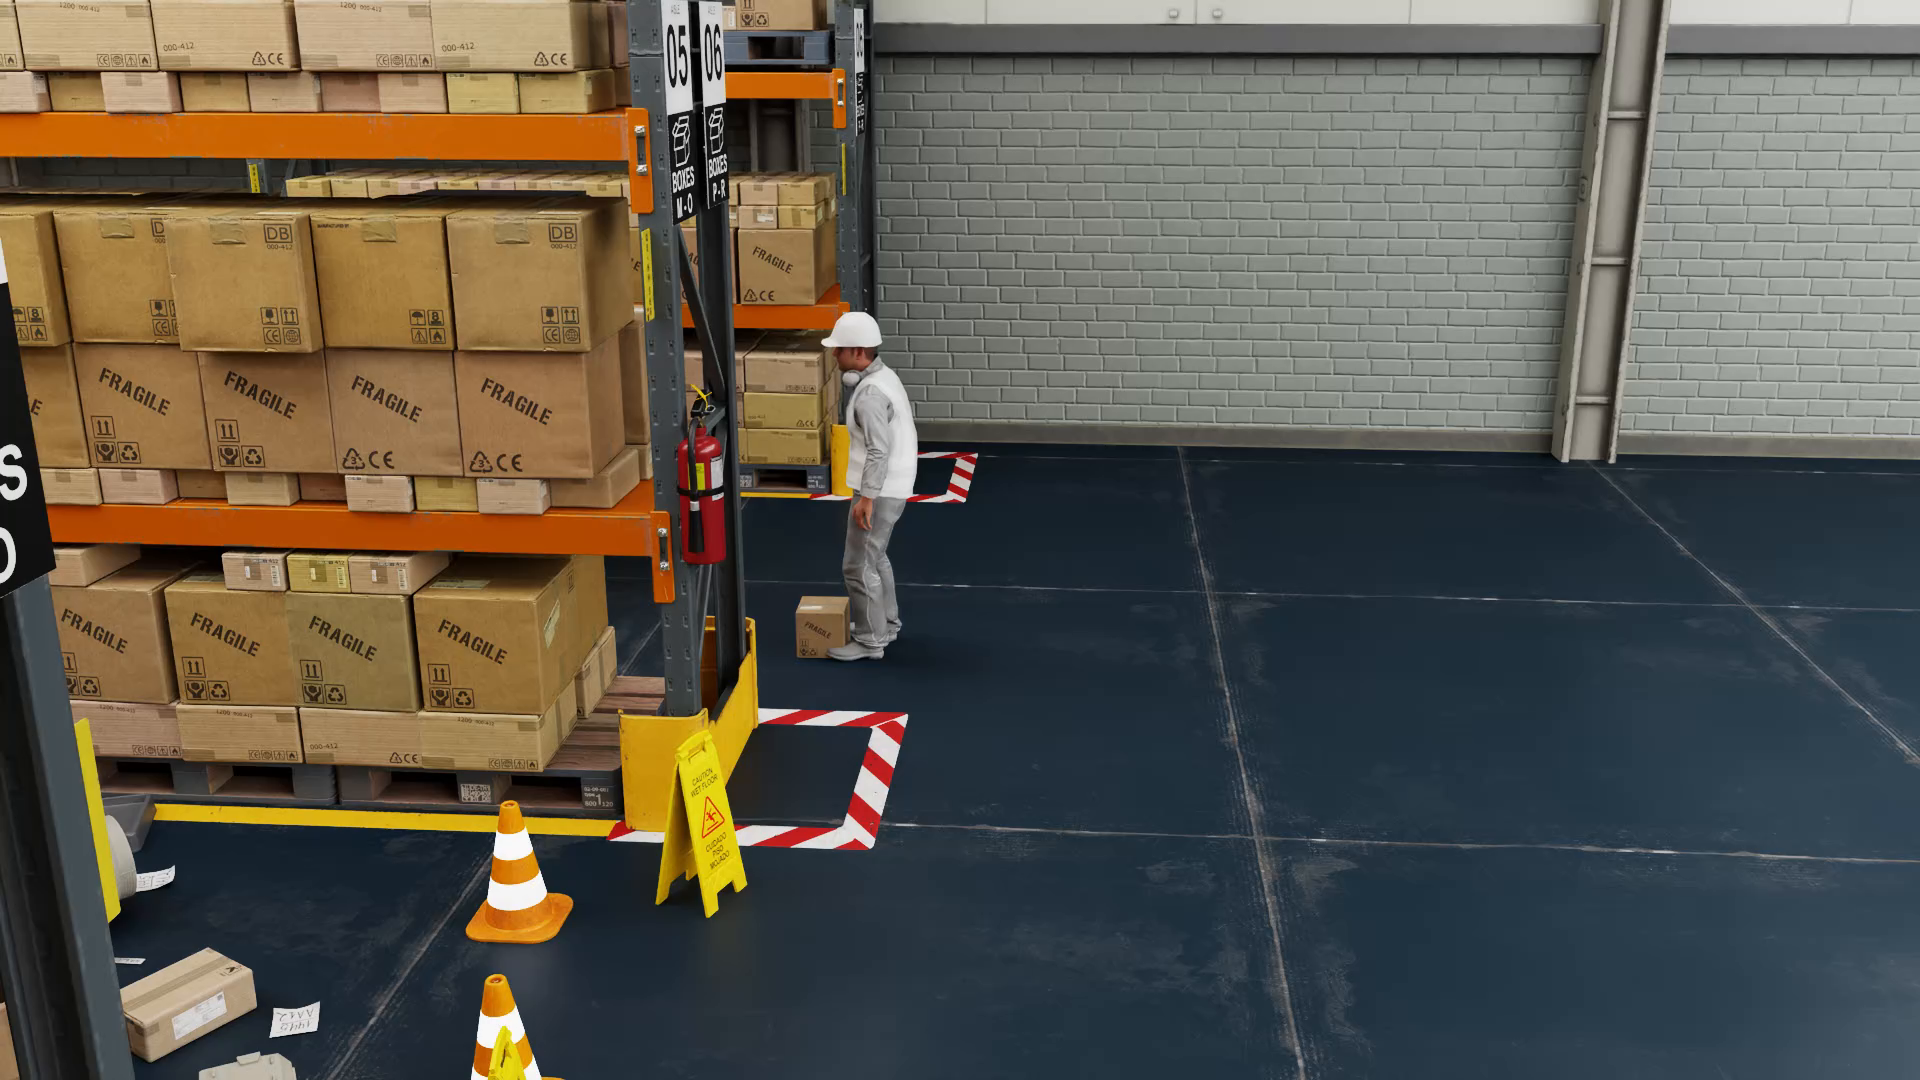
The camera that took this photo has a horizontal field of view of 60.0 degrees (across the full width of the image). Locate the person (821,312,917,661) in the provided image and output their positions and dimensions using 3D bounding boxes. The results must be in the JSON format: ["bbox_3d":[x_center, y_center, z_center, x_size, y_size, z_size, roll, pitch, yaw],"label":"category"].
[{"bbox_3d":[-0.450,-0.269,8.364,0.476,1.770,0.591,0,17,1],"label":"person"}]
